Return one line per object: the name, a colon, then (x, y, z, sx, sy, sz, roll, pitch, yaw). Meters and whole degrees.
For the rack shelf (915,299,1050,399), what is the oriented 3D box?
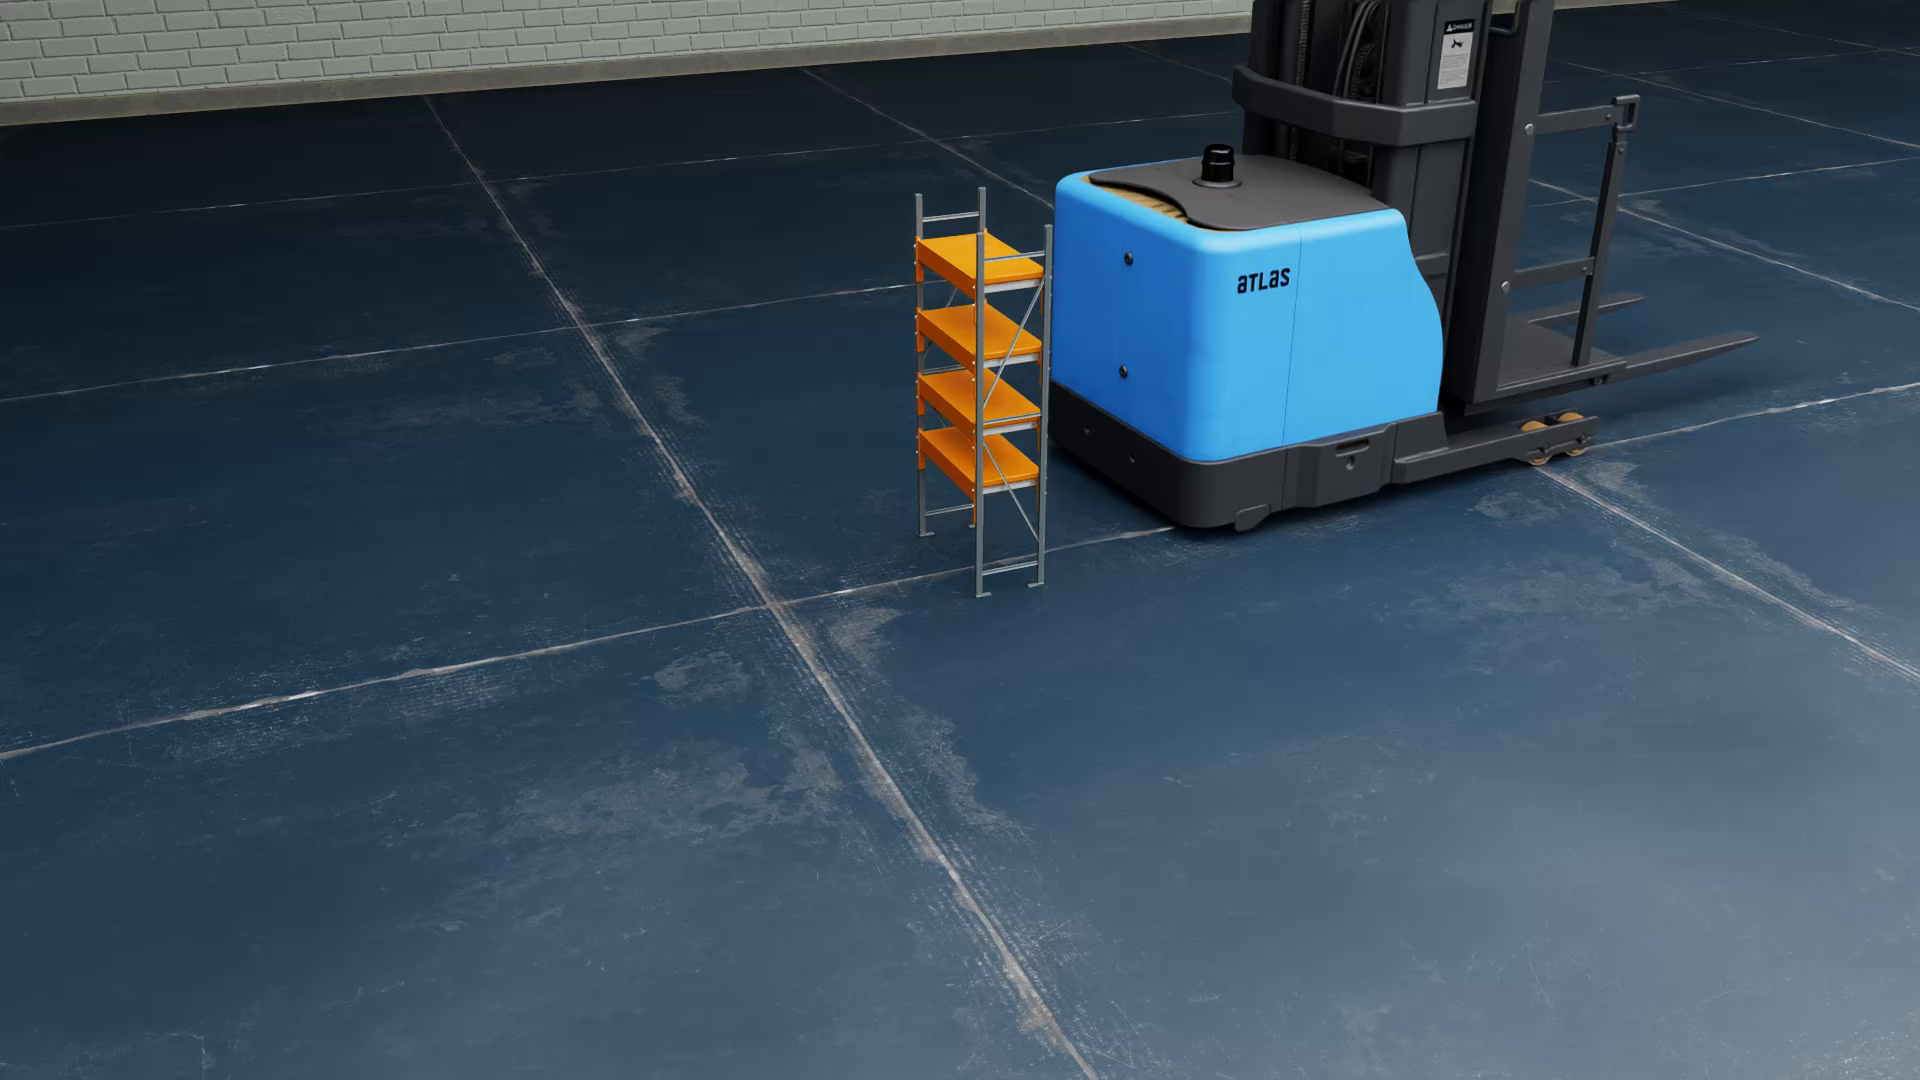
rack shelf: (0.065, -0.613, 5.281, 0.258, 0.148, 0.480, -11, 28, -21)

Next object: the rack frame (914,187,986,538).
rack frame: (-0.031, -0.571, 5.552, 0.240, 1.200, 0.015, -11, 28, -21)

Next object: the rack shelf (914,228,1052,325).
rack shelf: (0.065, -0.825, 5.177, 0.258, 0.148, 0.480, -11, 28, -21)

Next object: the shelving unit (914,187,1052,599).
shelving unit: (0.065, -0.472, 5.350, 0.258, 1.200, 0.503, -11, 28, -21)

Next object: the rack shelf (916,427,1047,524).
rack shelf: (0.065, -0.233, 5.467, 0.258, 0.148, 0.480, -11, 28, -21)

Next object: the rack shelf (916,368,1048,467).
rack shelf: (0.065, -0.412, 5.379, 0.258, 0.148, 0.480, -11, 28, -21)

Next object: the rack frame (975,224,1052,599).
rack frame: (0.160, -0.374, 5.148, 0.240, 1.200, 0.015, -11, 28, -21)

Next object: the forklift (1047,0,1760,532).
forklift: (1.876, -1.790, 6.076, 3.031, 2.935, 1.130, -13, 29, -25)
